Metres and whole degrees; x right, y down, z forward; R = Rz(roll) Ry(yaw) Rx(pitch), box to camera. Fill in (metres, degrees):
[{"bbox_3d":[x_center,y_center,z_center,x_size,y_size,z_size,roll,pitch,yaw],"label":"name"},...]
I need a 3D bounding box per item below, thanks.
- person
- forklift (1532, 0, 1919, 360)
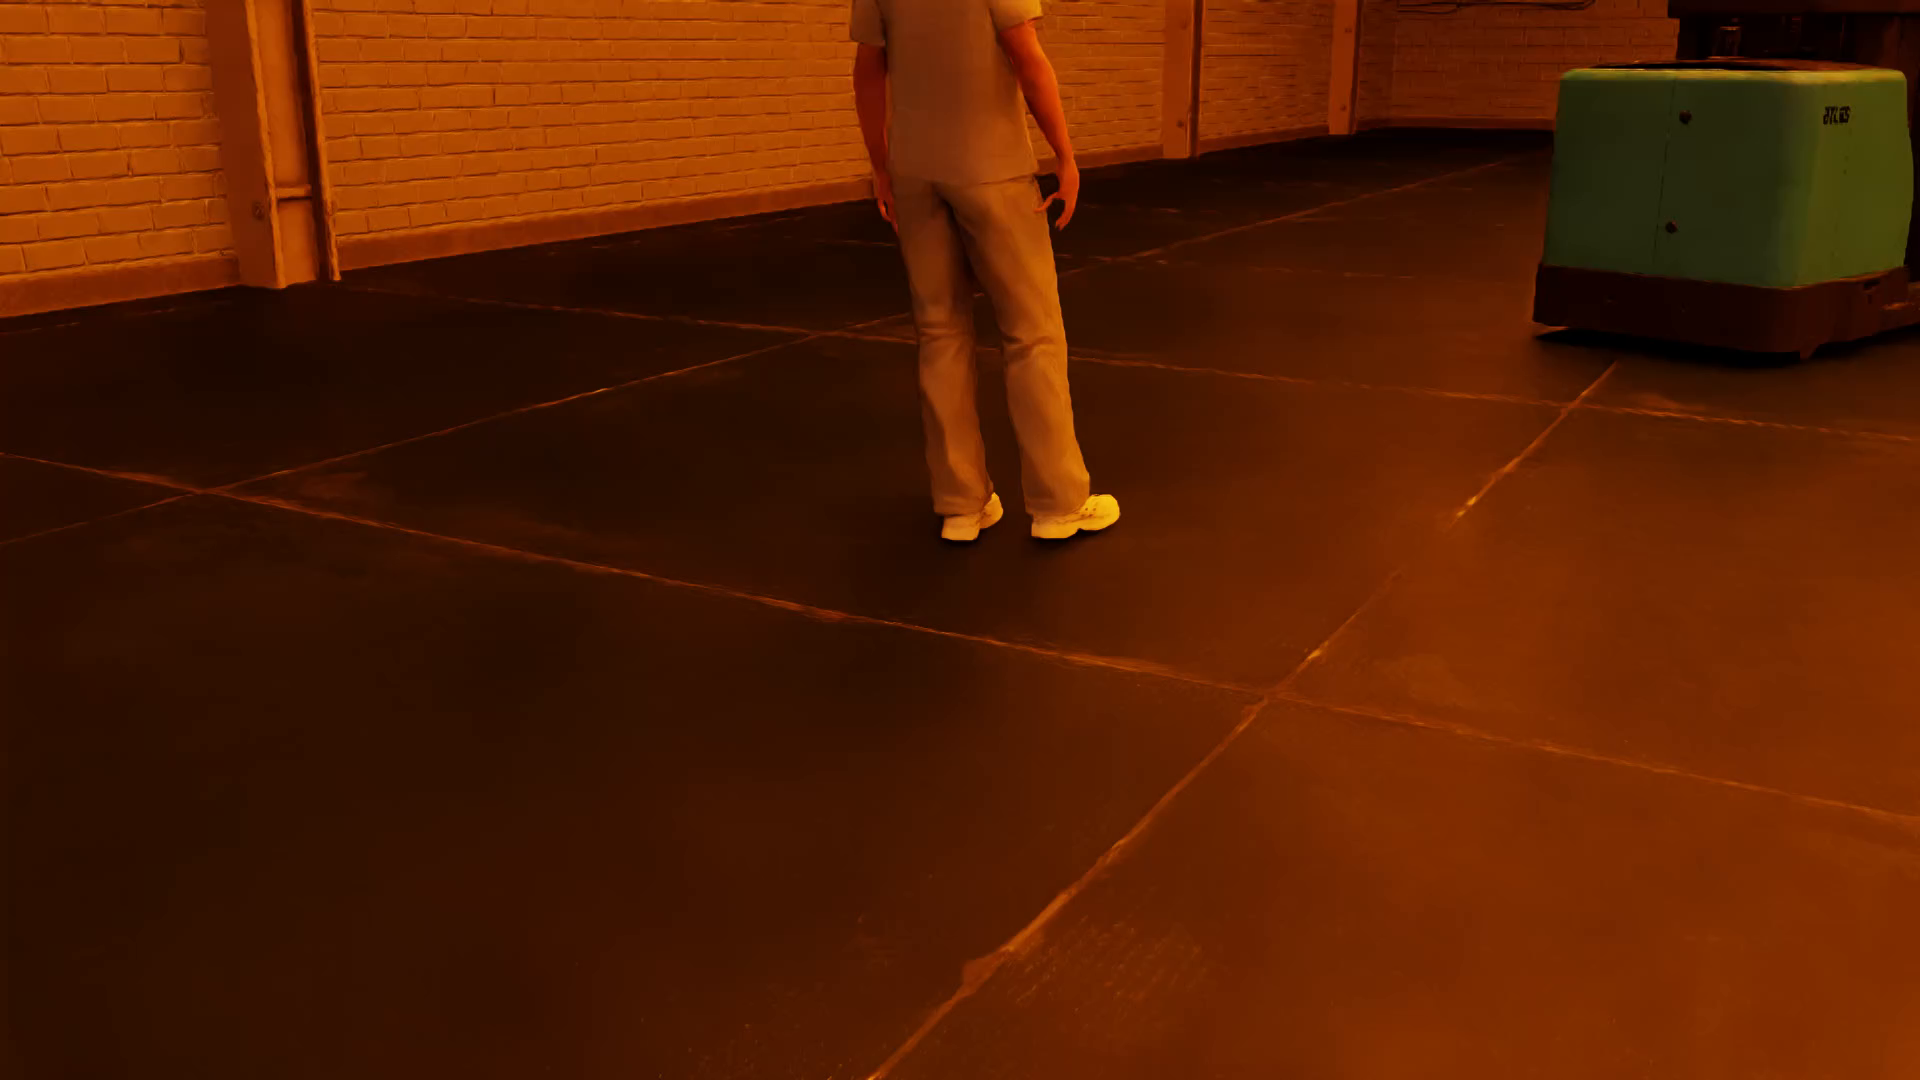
[{"bbox_3d":[0.048,-0.827,3.857,0.550,1.674,0.548,9,19,28],"label":"person"},{"bbox_3d":[3.807,-2.404,7.016,3.031,2.935,1.130,-14,21,-39],"label":"forklift"}]
